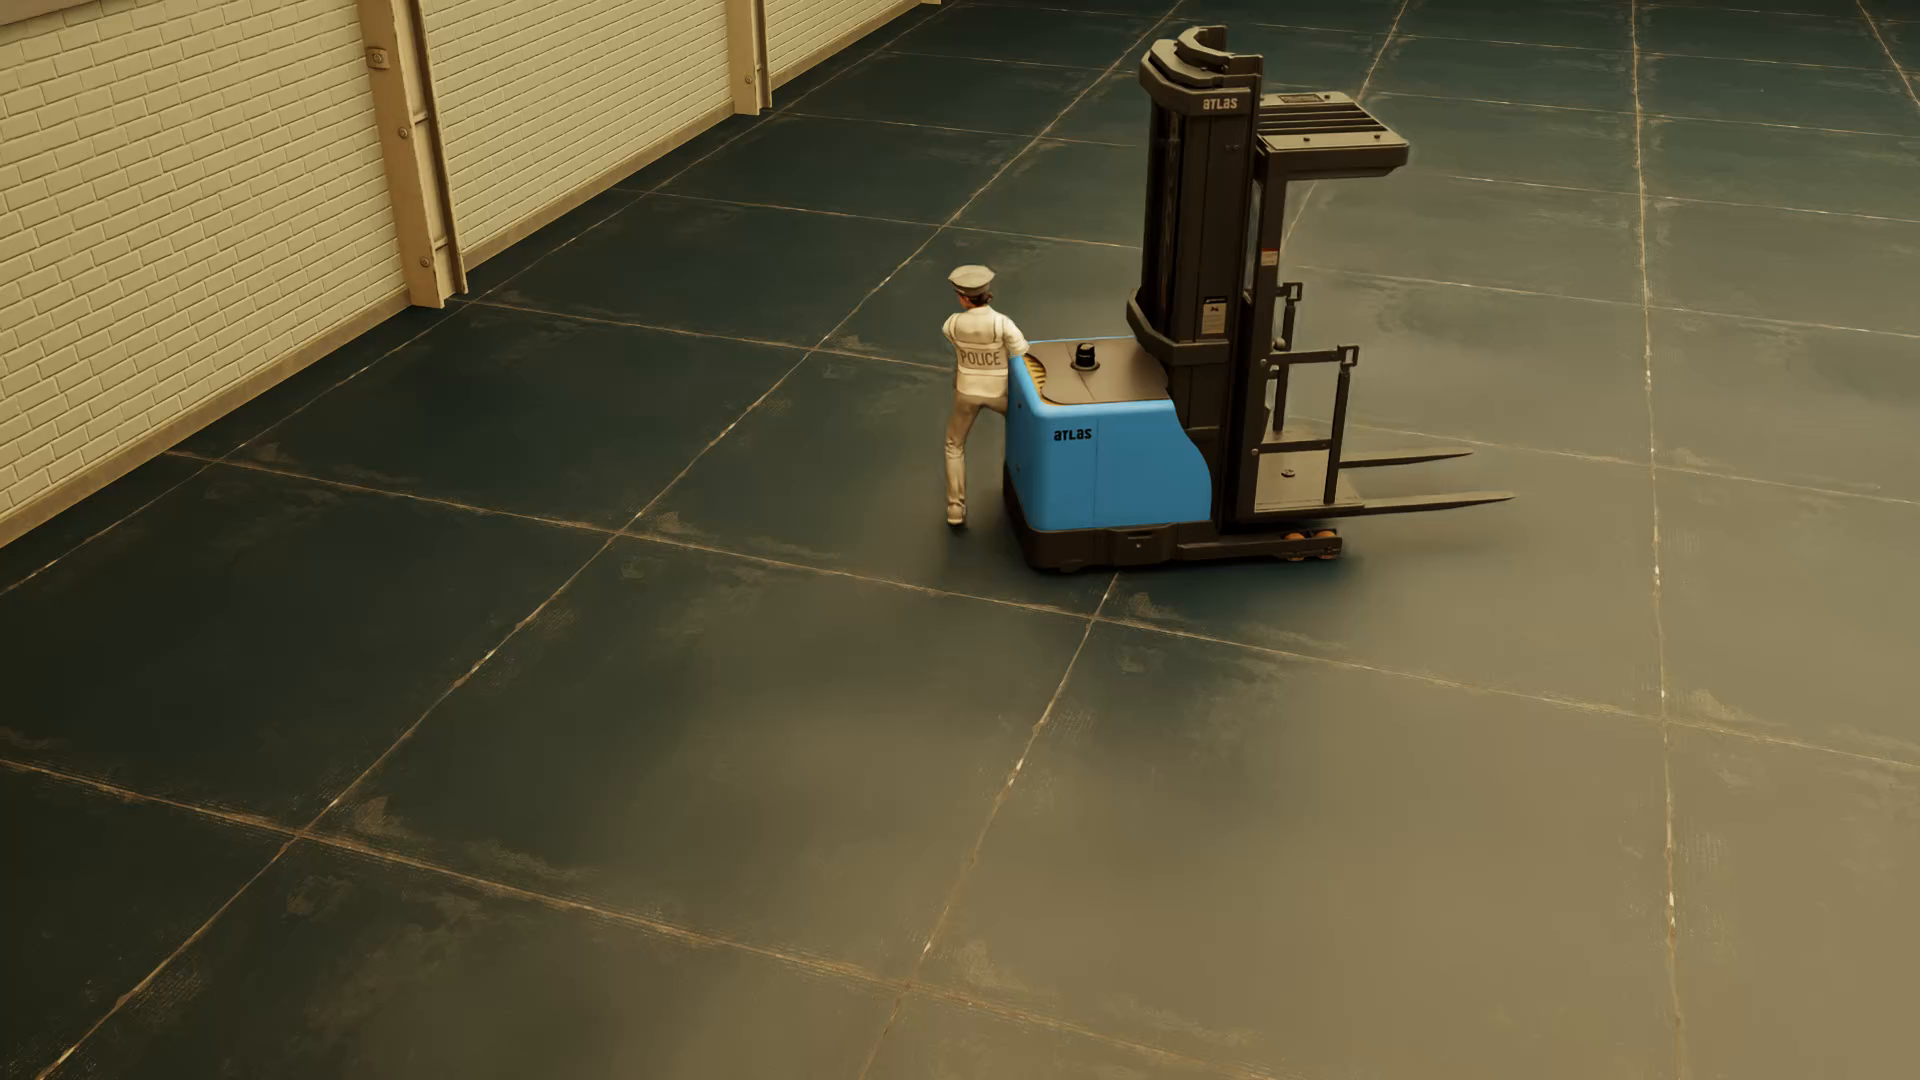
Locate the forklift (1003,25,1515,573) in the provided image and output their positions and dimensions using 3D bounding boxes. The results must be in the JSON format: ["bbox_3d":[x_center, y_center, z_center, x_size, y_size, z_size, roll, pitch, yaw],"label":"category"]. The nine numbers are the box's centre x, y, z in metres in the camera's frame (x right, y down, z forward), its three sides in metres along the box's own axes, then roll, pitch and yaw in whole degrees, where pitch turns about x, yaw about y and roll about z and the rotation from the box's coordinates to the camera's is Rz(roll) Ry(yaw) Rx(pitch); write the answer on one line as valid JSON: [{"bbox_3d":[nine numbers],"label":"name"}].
[{"bbox_3d":[1.830,-1.401,9.594,3.031,2.935,1.130,-4,30,-7],"label":"forklift"}]

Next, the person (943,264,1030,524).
[{"bbox_3d":[0.221,-0.923,10.141,0.644,1.578,0.818,1,30,3],"label":"person"}]
